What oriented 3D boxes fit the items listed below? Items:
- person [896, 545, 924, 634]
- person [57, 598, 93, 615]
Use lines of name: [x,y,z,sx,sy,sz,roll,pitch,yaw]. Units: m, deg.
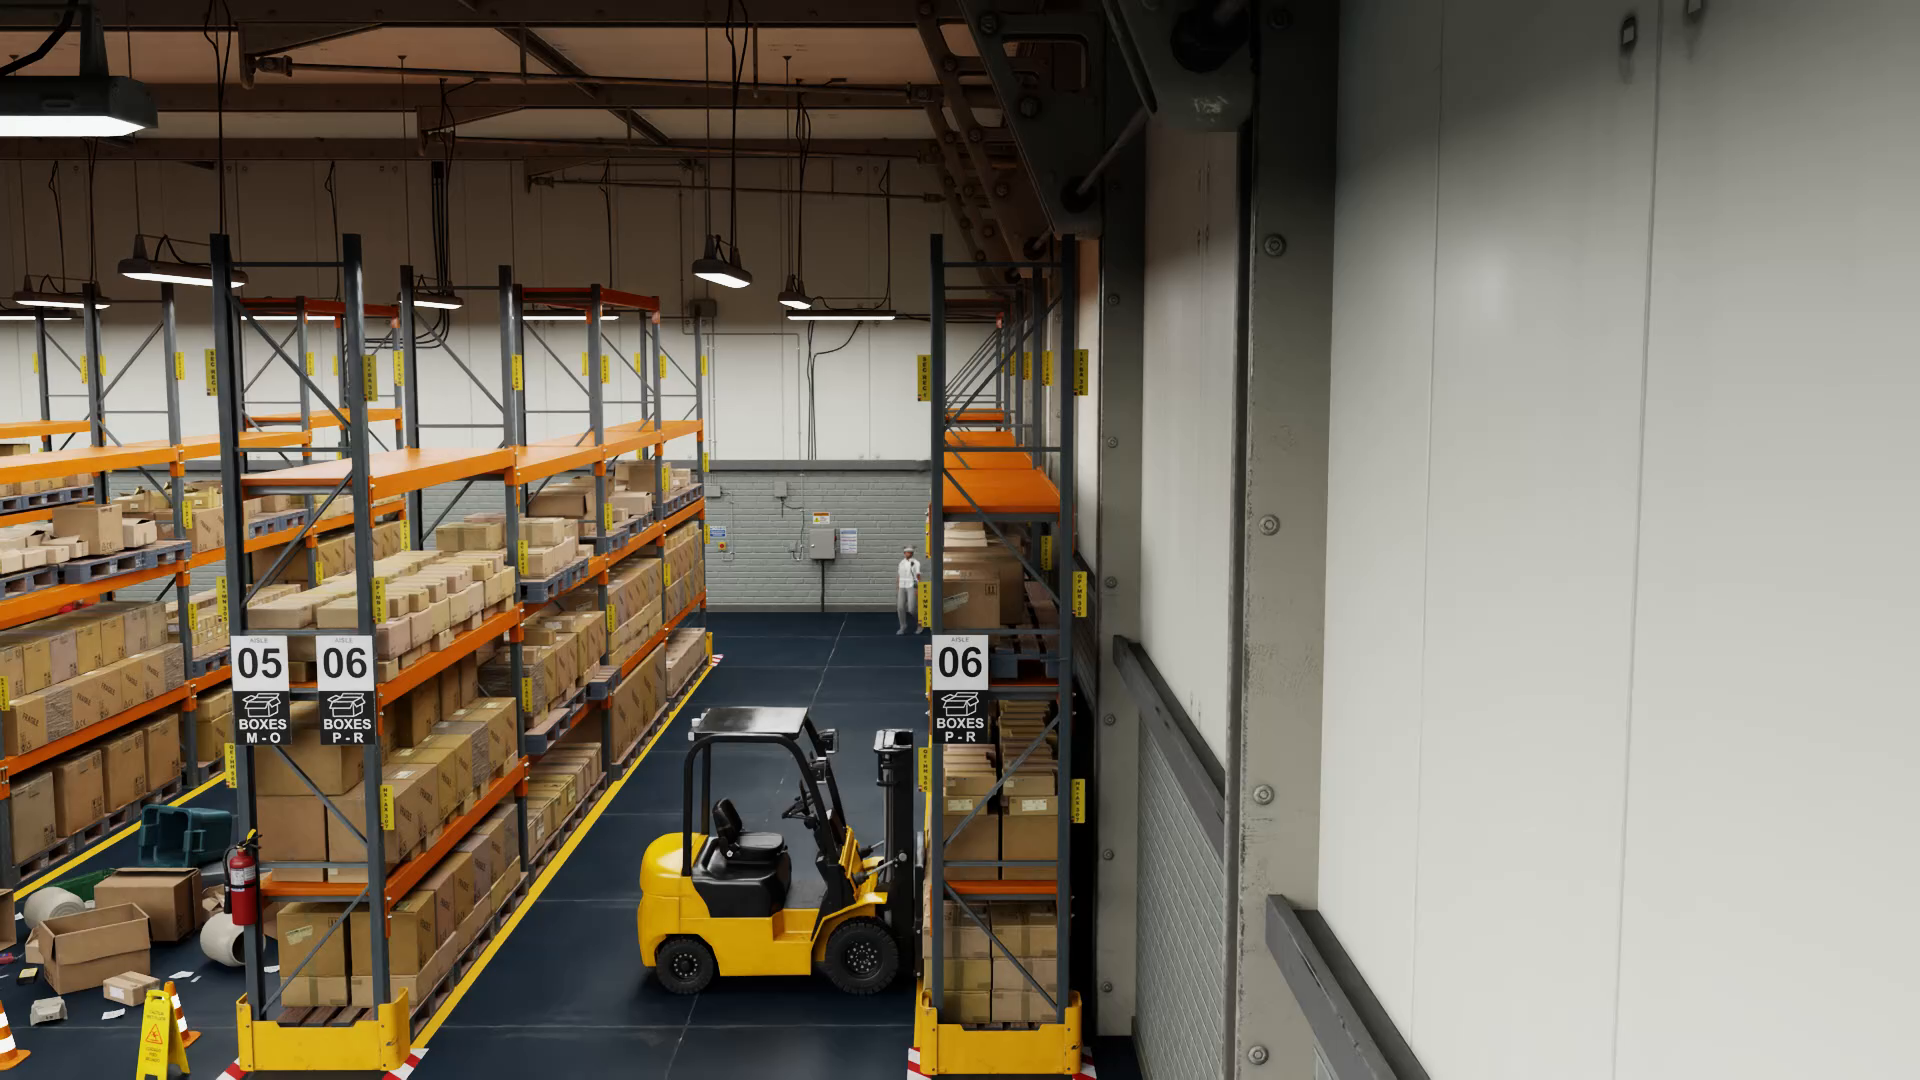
person: [-0.959,0.922,31.102,0.494,1.683,0.561,4,8,35]
person: [-13.252,1.582,25.032,0.748,1.716,0.985,0,6,-1]
